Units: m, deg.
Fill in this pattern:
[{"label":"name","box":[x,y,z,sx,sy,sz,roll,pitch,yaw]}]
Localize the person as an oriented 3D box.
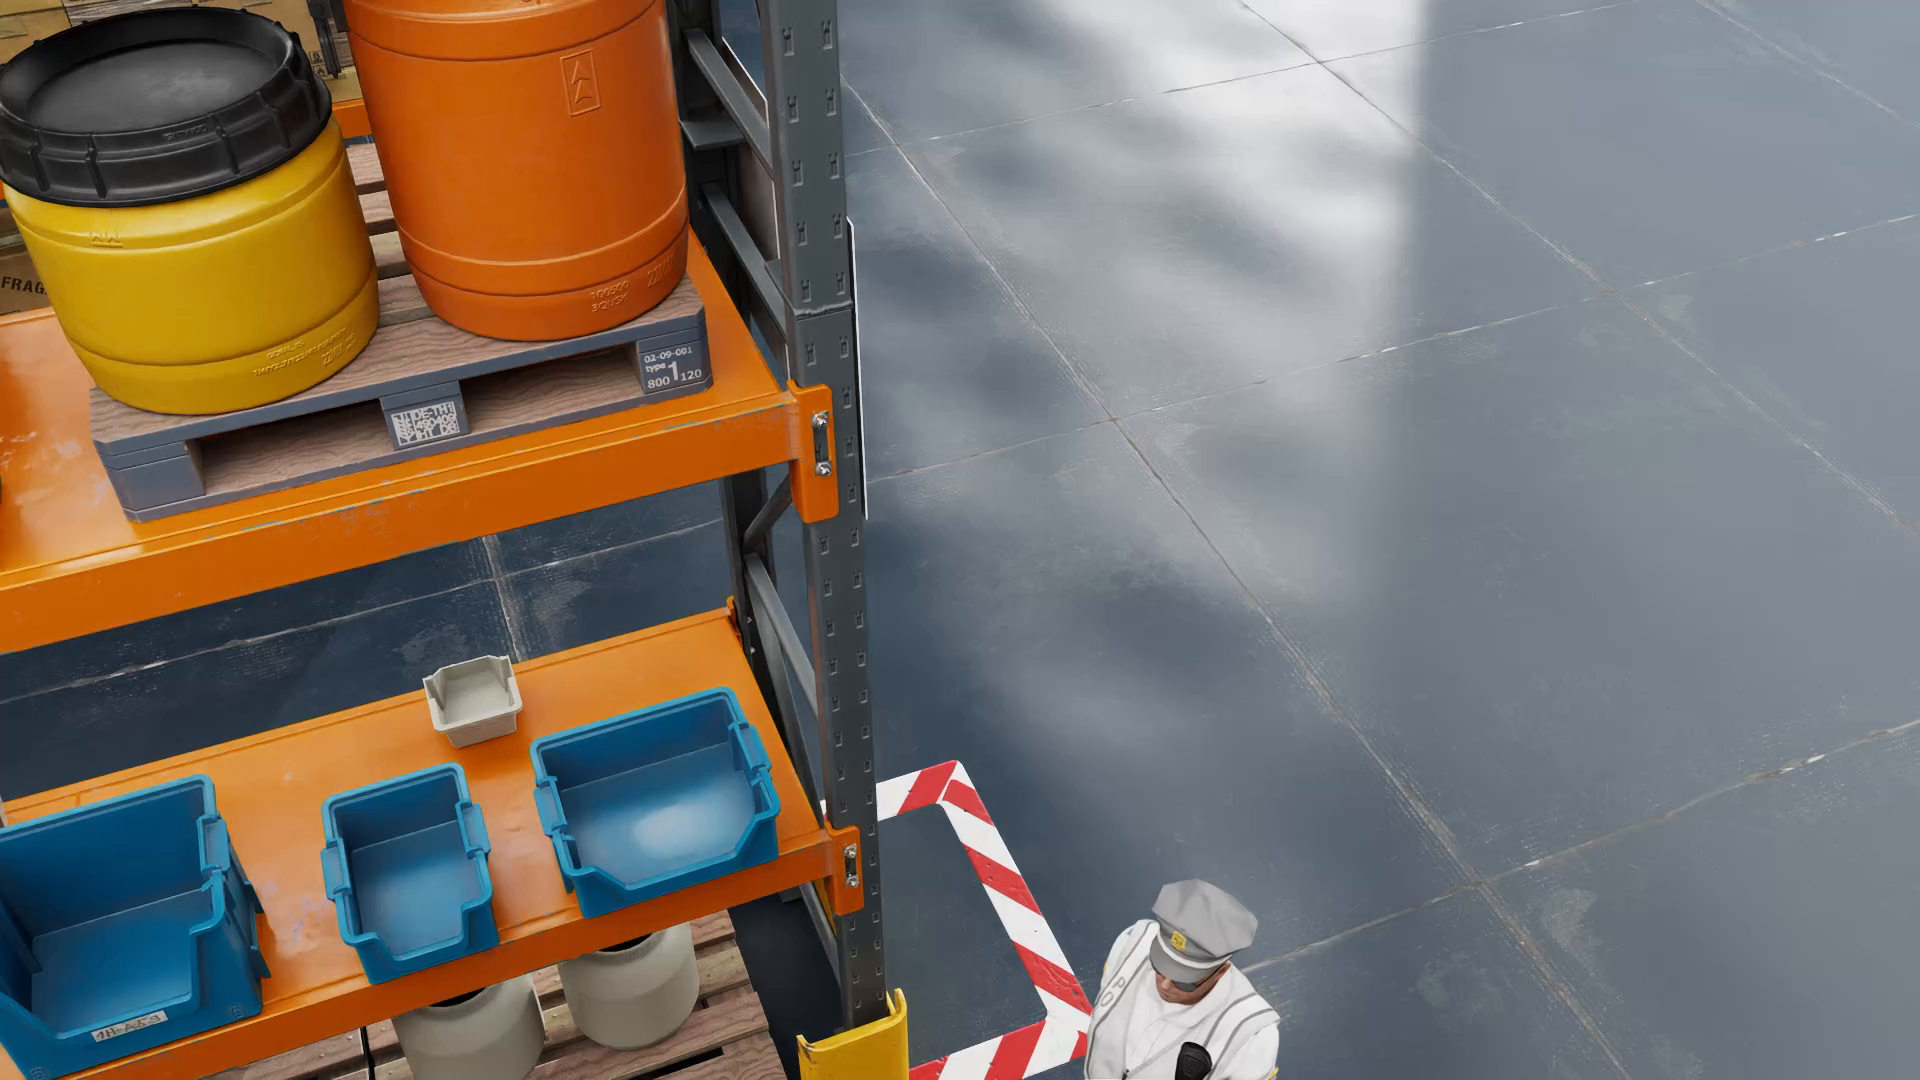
[{"label":"person","box":[0.536,1.536,4.412,0.393,1.786,0.534,-32,51,-31]}]
